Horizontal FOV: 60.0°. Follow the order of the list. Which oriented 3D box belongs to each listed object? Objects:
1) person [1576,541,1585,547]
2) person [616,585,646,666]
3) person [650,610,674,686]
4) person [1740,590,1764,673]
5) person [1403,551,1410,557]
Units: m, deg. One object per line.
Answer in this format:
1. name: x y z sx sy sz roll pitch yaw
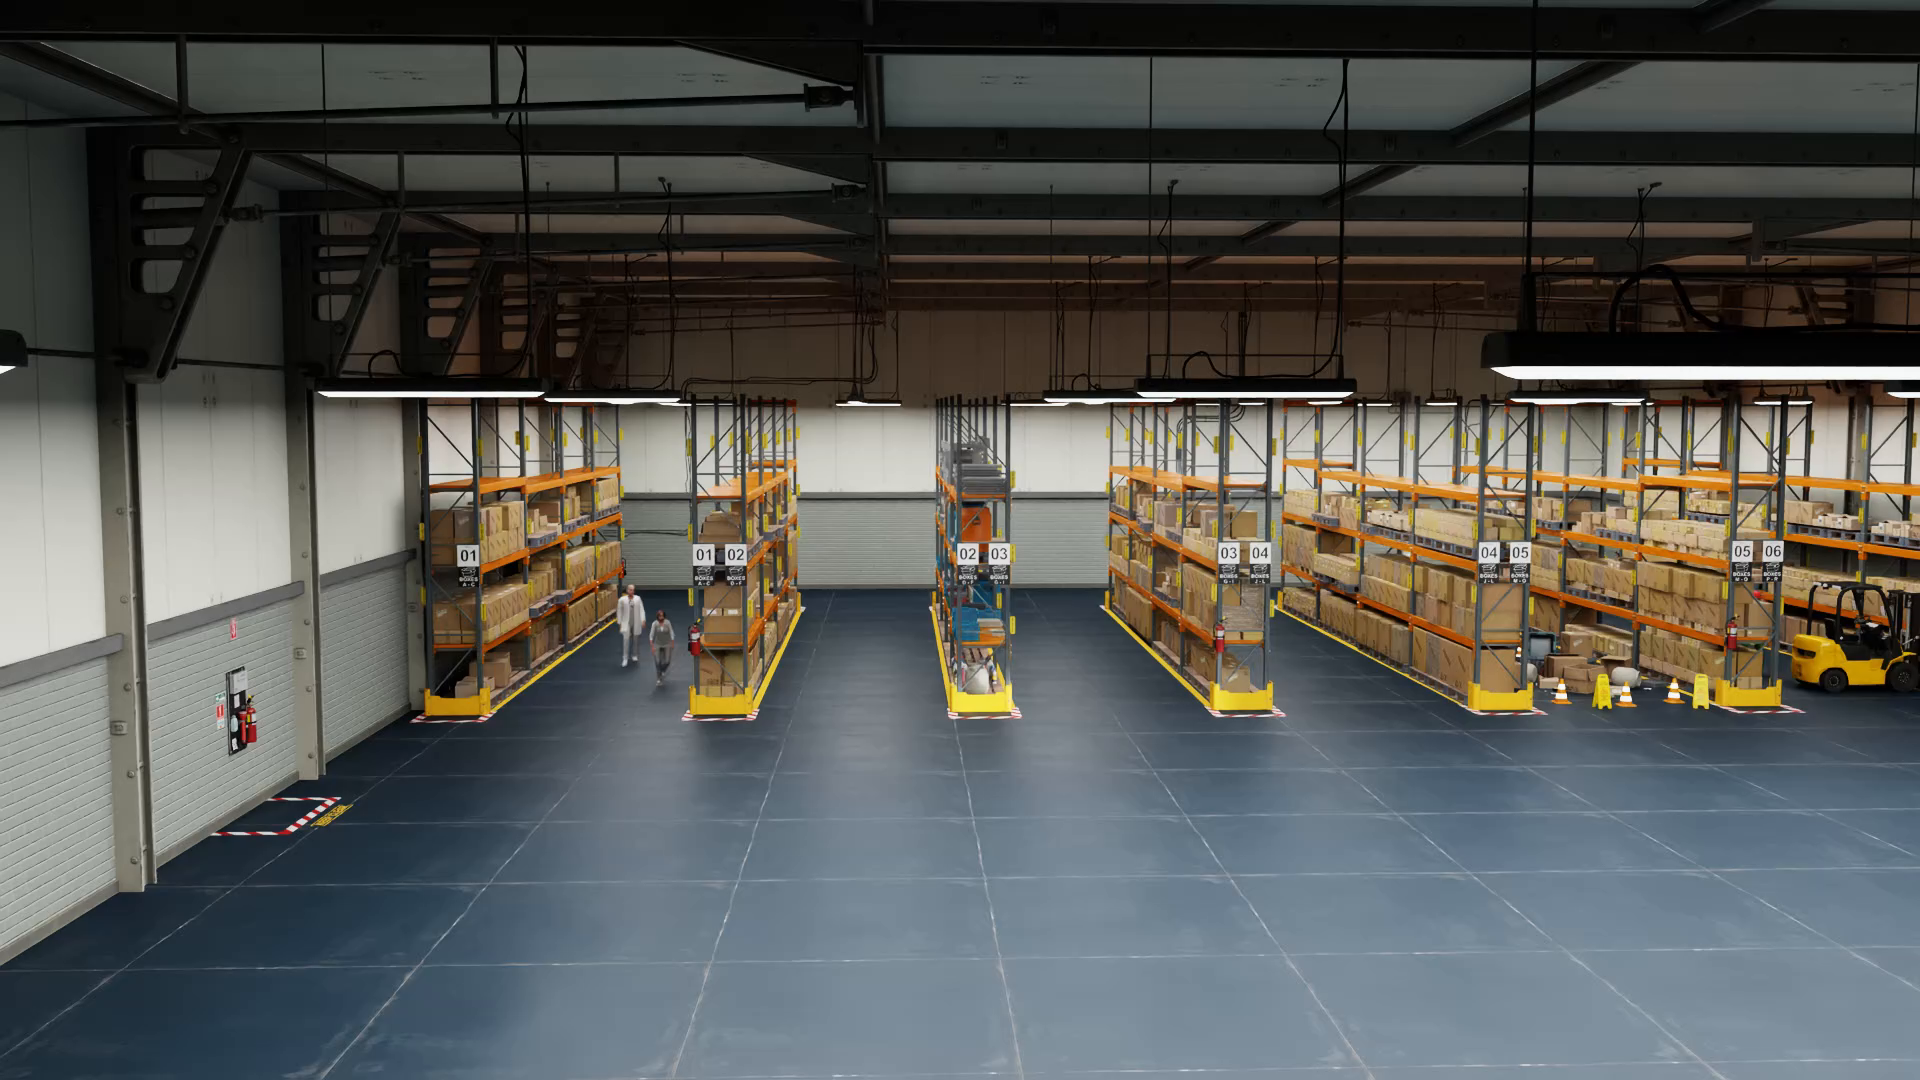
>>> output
1. person: 18.664 0.892 50.026 0.688 1.744 0.551 0 5 -4
2. person: -7.381 1.896 37.380 0.638 1.757 0.923 -1 5 -16
3. person: -6.209 2.242 34.631 0.503 1.546 0.487 -1 5 -10
4. person: 17.295 1.999 36.135 0.509 1.806 0.542 -1 5 -10
5. person: 13.568 0.861 50.463 0.462 1.795 0.561 -2 5 -22
